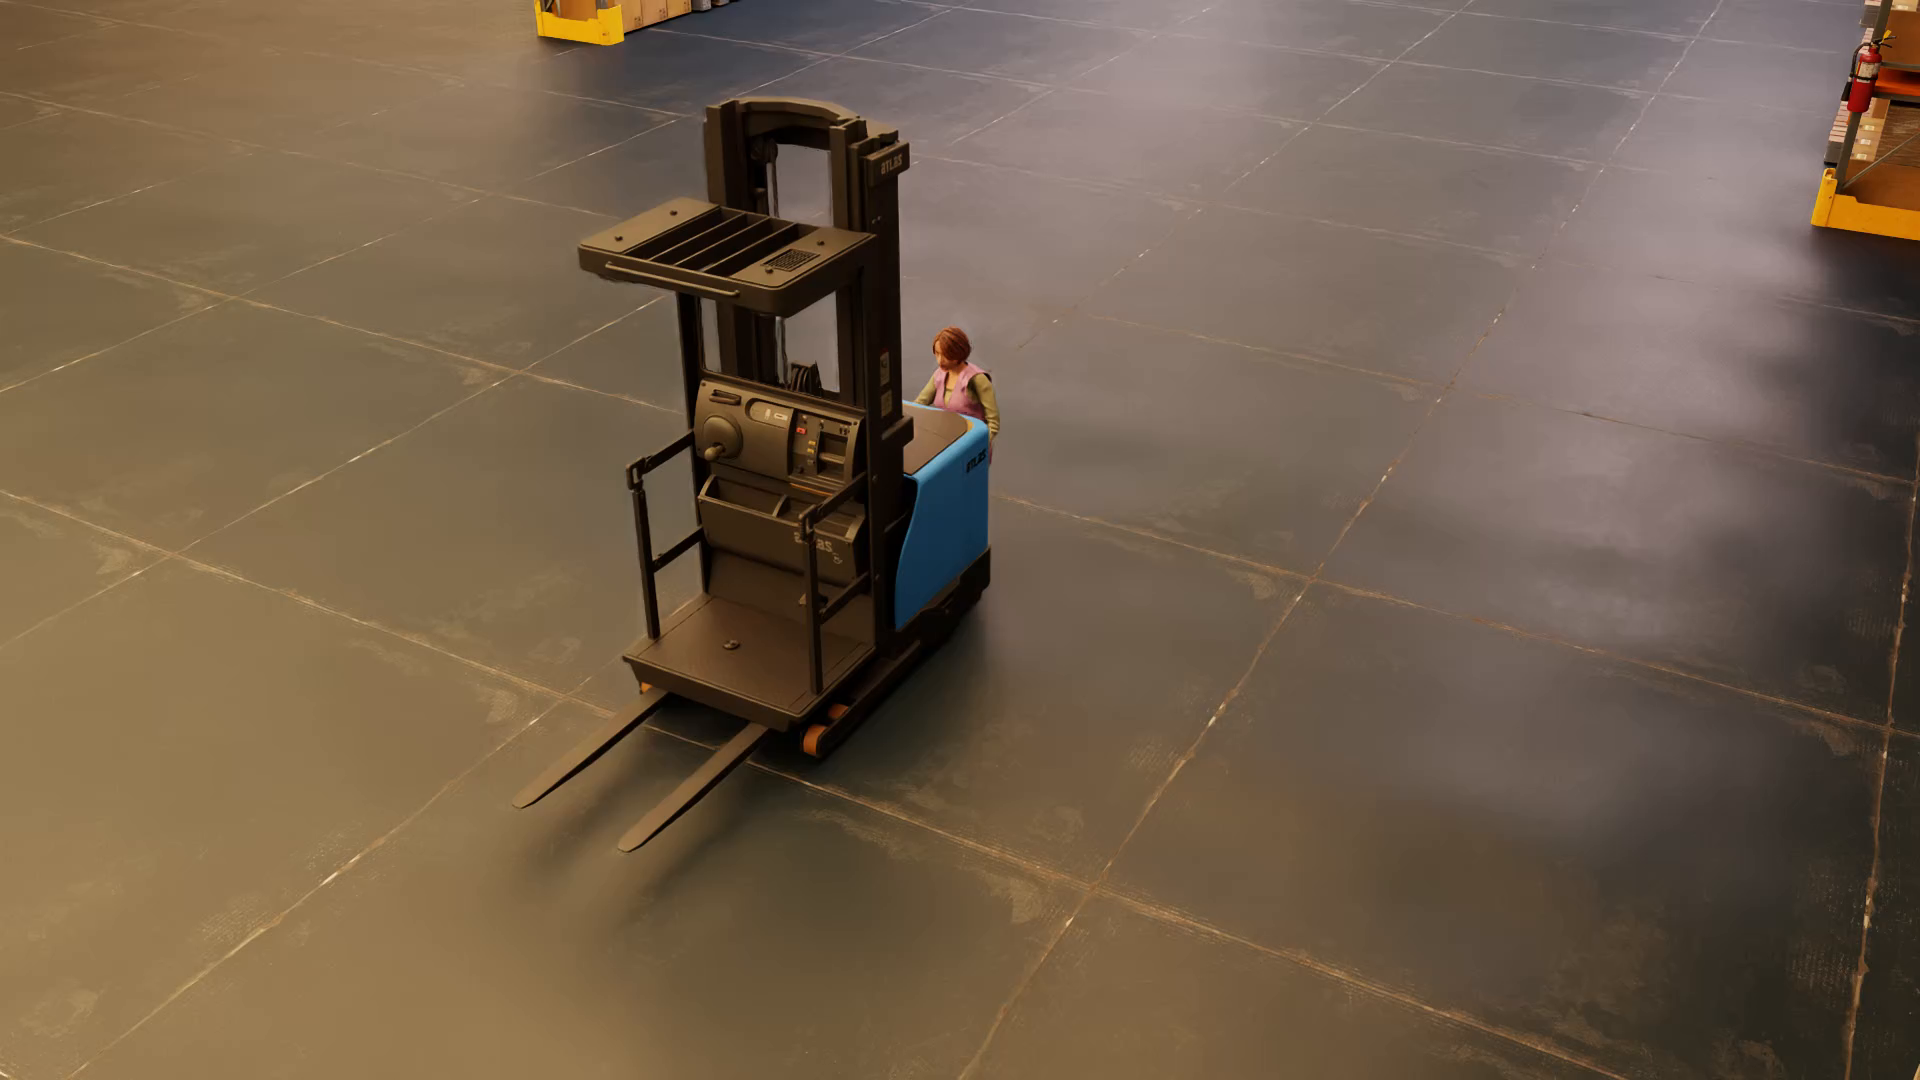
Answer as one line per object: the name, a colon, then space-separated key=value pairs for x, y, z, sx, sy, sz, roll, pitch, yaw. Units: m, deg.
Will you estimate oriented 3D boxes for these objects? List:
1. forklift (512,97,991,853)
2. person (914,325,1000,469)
forklift: x=-0.990 y=-0.462 z=7.872 sx=1.130 sy=2.935 sz=3.031 roll=16 pitch=34 yaw=25
person: x=-0.150 y=-0.459 z=9.308 sx=0.660 sy=1.478 sz=0.587 roll=26 pitch=39 yaw=37
